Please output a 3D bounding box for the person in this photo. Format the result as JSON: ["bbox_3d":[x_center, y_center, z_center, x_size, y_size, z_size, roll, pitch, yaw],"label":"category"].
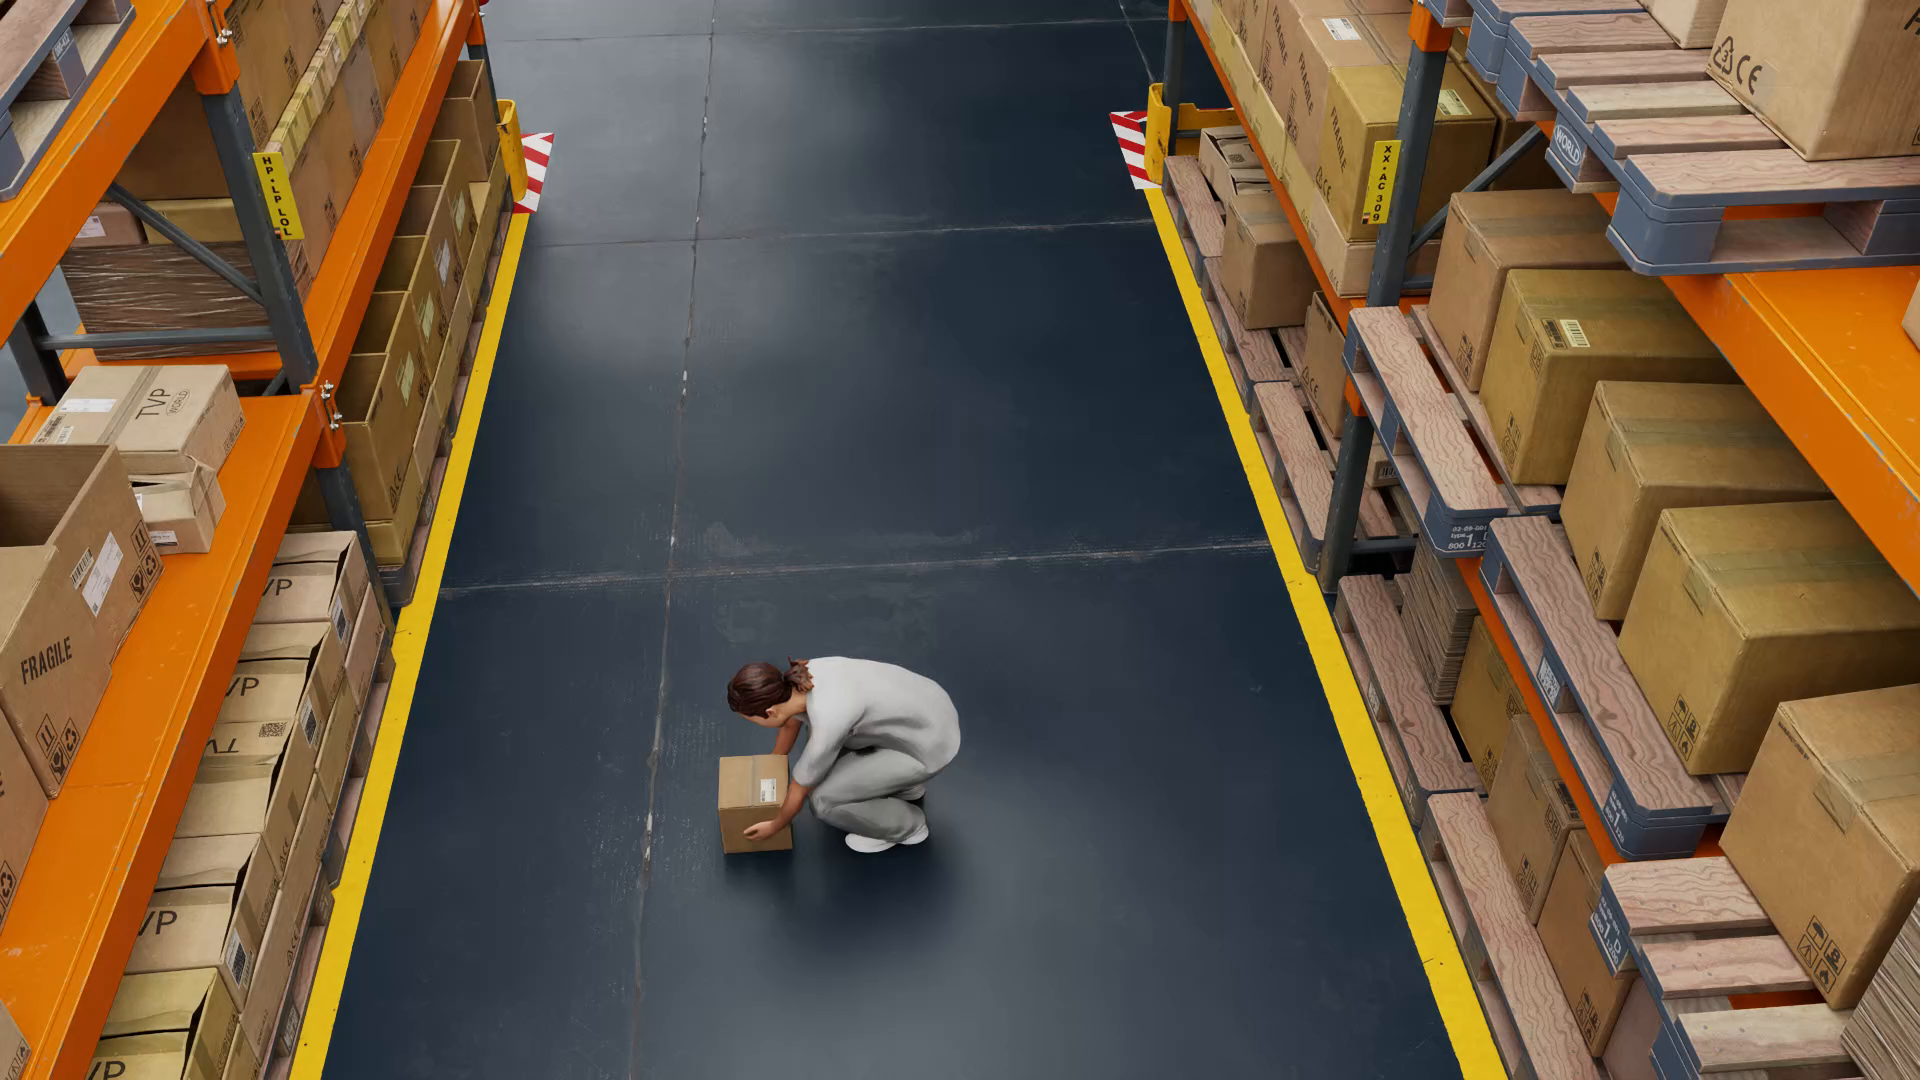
[{"bbox_3d":[-0.399,0.723,5.920,0.803,0.858,0.484,-3,39,-4],"label":"person"}]
